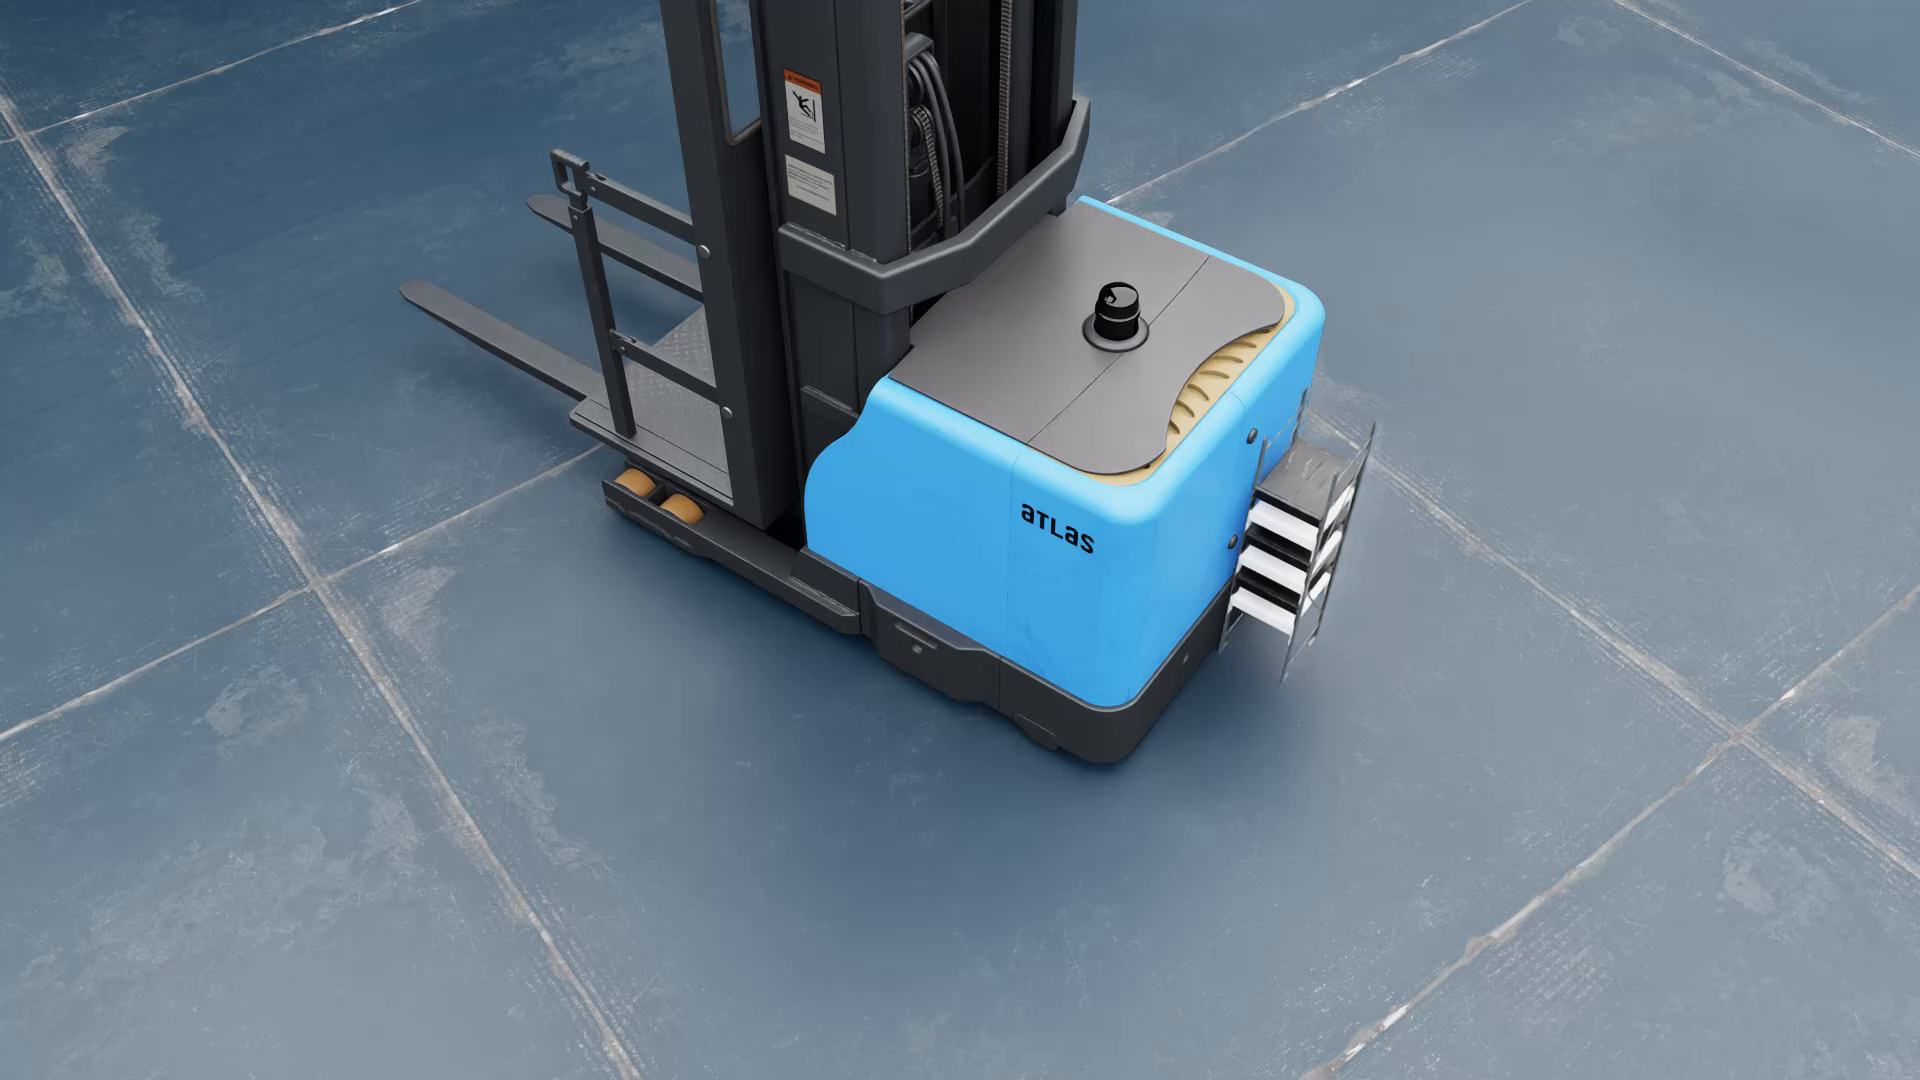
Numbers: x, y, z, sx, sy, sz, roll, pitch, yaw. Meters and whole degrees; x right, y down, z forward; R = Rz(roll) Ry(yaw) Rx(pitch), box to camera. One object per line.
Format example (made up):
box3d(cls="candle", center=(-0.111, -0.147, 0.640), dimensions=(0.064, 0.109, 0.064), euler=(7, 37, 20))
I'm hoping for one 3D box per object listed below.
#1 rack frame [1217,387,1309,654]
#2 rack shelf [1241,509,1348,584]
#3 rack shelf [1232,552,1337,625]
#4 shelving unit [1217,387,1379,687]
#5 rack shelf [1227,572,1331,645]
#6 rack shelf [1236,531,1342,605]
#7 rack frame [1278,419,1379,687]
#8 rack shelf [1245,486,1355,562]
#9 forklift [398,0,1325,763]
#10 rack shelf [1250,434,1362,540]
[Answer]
box3d(cls="rack frame", center=(0.844, -0.032, 4.667), dimensions=(0.006, 0.900, 0.240), euler=(29, 54, 22))
box3d(cls="rack shelf", center=(0.927, -0.025, 4.586), dimensions=(0.200, 0.077, 0.258), euler=(29, 54, 22))
box3d(cls="rack shelf", center=(0.925, 0.095, 4.721), dimensions=(0.200, 0.077, 0.258), euler=(29, 54, 22))
box3d(cls="shelving unit", center=(0.926, 0.013, 4.628), dimensions=(0.210, 0.900, 0.258), euler=(29, 54, 22))
box3d(cls="rack shelf", center=(0.923, 0.154, 4.788), dimensions=(0.200, 0.077, 0.258), euler=(29, 54, 22))
box3d(cls="rack shelf", center=(0.926, 0.035, 4.653), dimensions=(0.200, 0.077, 0.258), euler=(29, 54, 22))
box3d(cls="rack frame", center=(1.009, 0.058, 4.590), dimensions=(0.006, 0.900, 0.240), euler=(29, 54, 22))
box3d(cls="rack shelf", center=(0.929, -0.085, 4.519), dimensions=(0.200, 0.077, 0.258), euler=(29, 54, 22))
box3d(cls="forklift", center=(-0.513, -1.255, 4.409), dimensions=(3.031, 2.935, 1.130), euler=(28, 54, 23))
box3d(cls="rack shelf", center=(0.930, -0.144, 4.451), dimensions=(0.200, 0.077, 0.258), euler=(29, 54, 22))
